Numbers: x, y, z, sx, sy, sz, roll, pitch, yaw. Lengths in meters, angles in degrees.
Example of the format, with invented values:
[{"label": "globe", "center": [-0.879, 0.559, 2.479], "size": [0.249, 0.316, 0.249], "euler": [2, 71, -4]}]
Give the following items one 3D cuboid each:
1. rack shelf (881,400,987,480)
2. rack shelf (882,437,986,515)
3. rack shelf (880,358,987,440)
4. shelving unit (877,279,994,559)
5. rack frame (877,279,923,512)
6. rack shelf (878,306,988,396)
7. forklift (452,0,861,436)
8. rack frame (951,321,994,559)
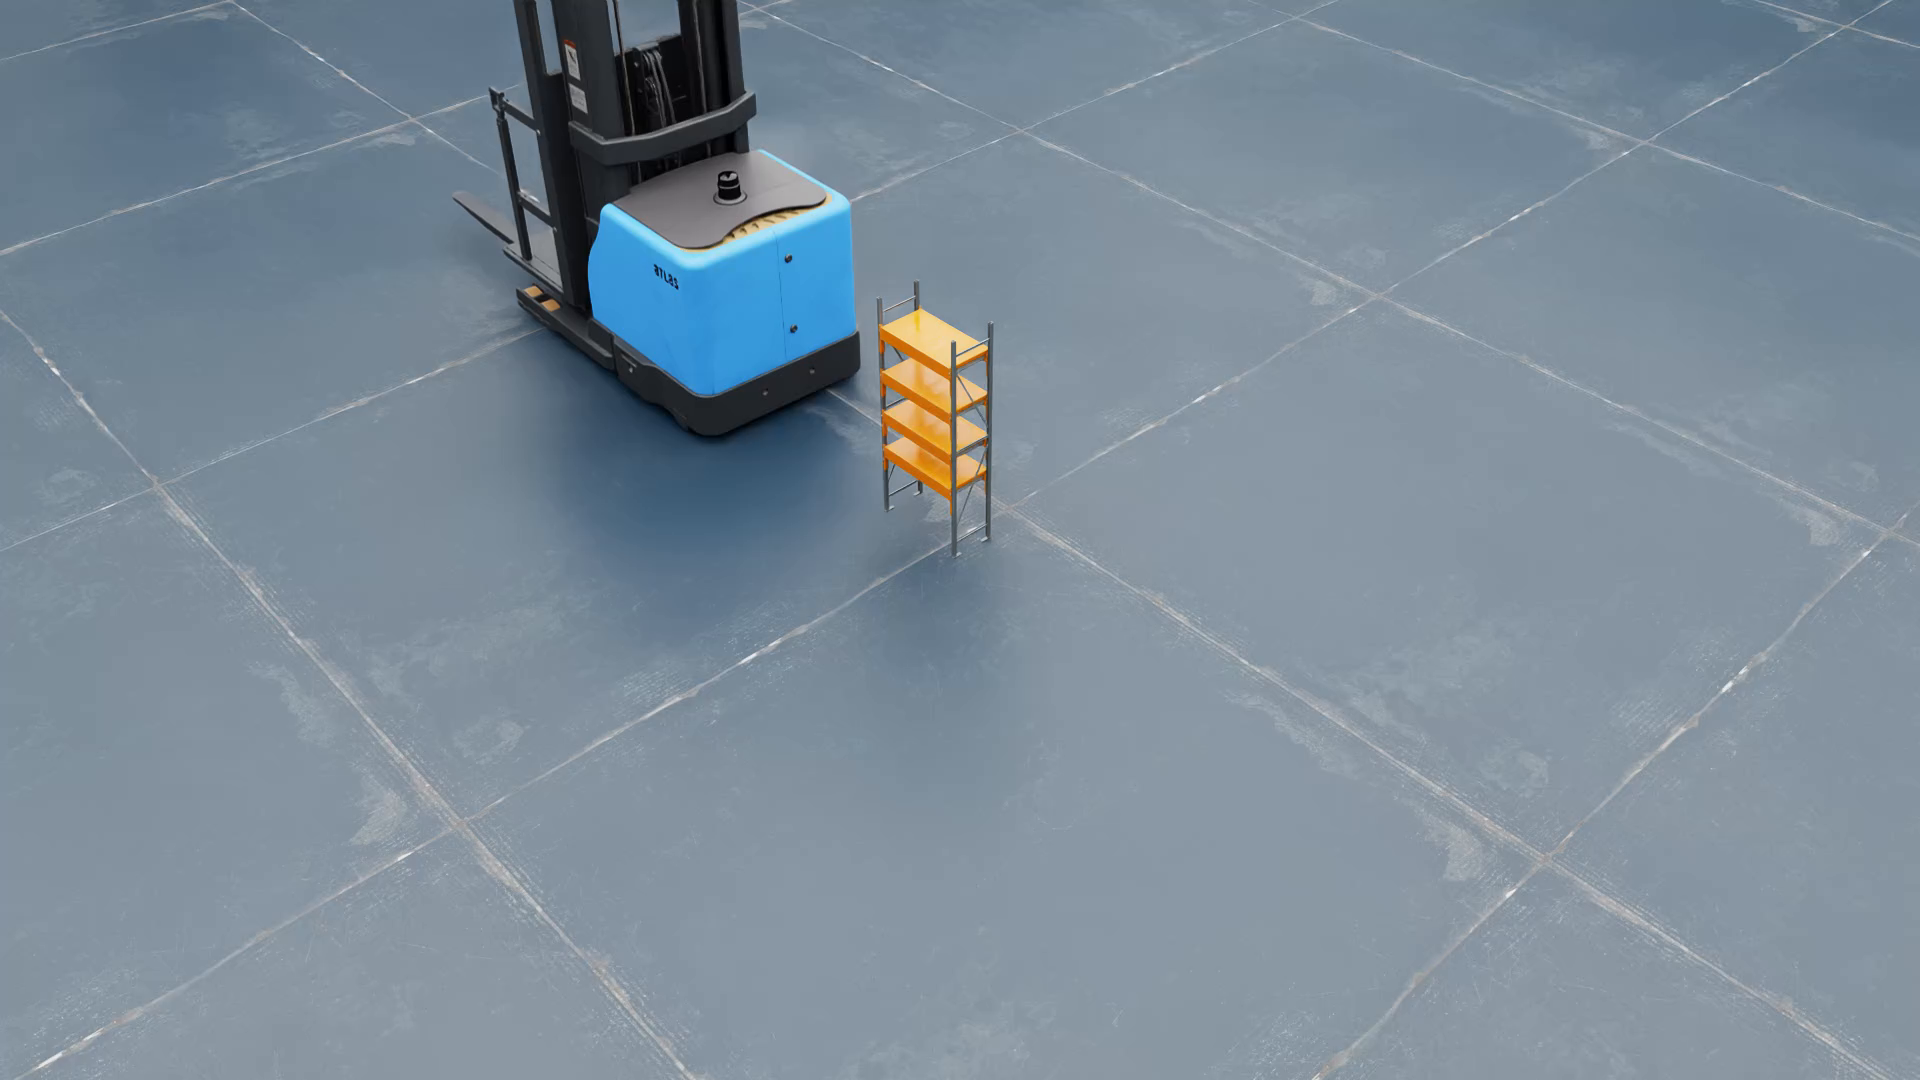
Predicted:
[{"label": "rack shelf", "center": [-0.112, -0.491, 7.718], "size": [0.258, 0.148, 0.480], "euler": [-30, 48, -32]}, {"label": "rack shelf", "center": [-0.112, -0.337, 7.843], "size": [0.258, 0.148, 0.480], "euler": [-30, 48, -32]}, {"label": "rack shelf", "center": [-0.112, -0.665, 7.577], "size": [0.258, 0.148, 0.480], "euler": [-30, 48, -32]}, {"label": "shelving unit", "center": [-0.112, -0.543, 7.676], "size": [0.258, 1.200, 0.503], "euler": [-30, 48, -32]}, {"label": "rack frame", "center": [-0.277, -0.656, 7.816], "size": [0.240, 1.200, 0.015], "euler": [-30, 48, -32]}, {"label": "rack shelf", "center": [-0.112, -0.849, 7.429], "size": [0.258, 0.148, 0.480], "euler": [-30, 48, -32]}, {"label": "forklift", "center": [-1.885, -2.523, 8.749], "size": [1.130, 2.935, 3.031], "euler": [-29, 47, -31]}, {"label": "rack frame", "center": [0.053, -0.430, 7.536], "size": [0.240, 1.200, 0.015], "euler": [-30, 48, -32]}]
